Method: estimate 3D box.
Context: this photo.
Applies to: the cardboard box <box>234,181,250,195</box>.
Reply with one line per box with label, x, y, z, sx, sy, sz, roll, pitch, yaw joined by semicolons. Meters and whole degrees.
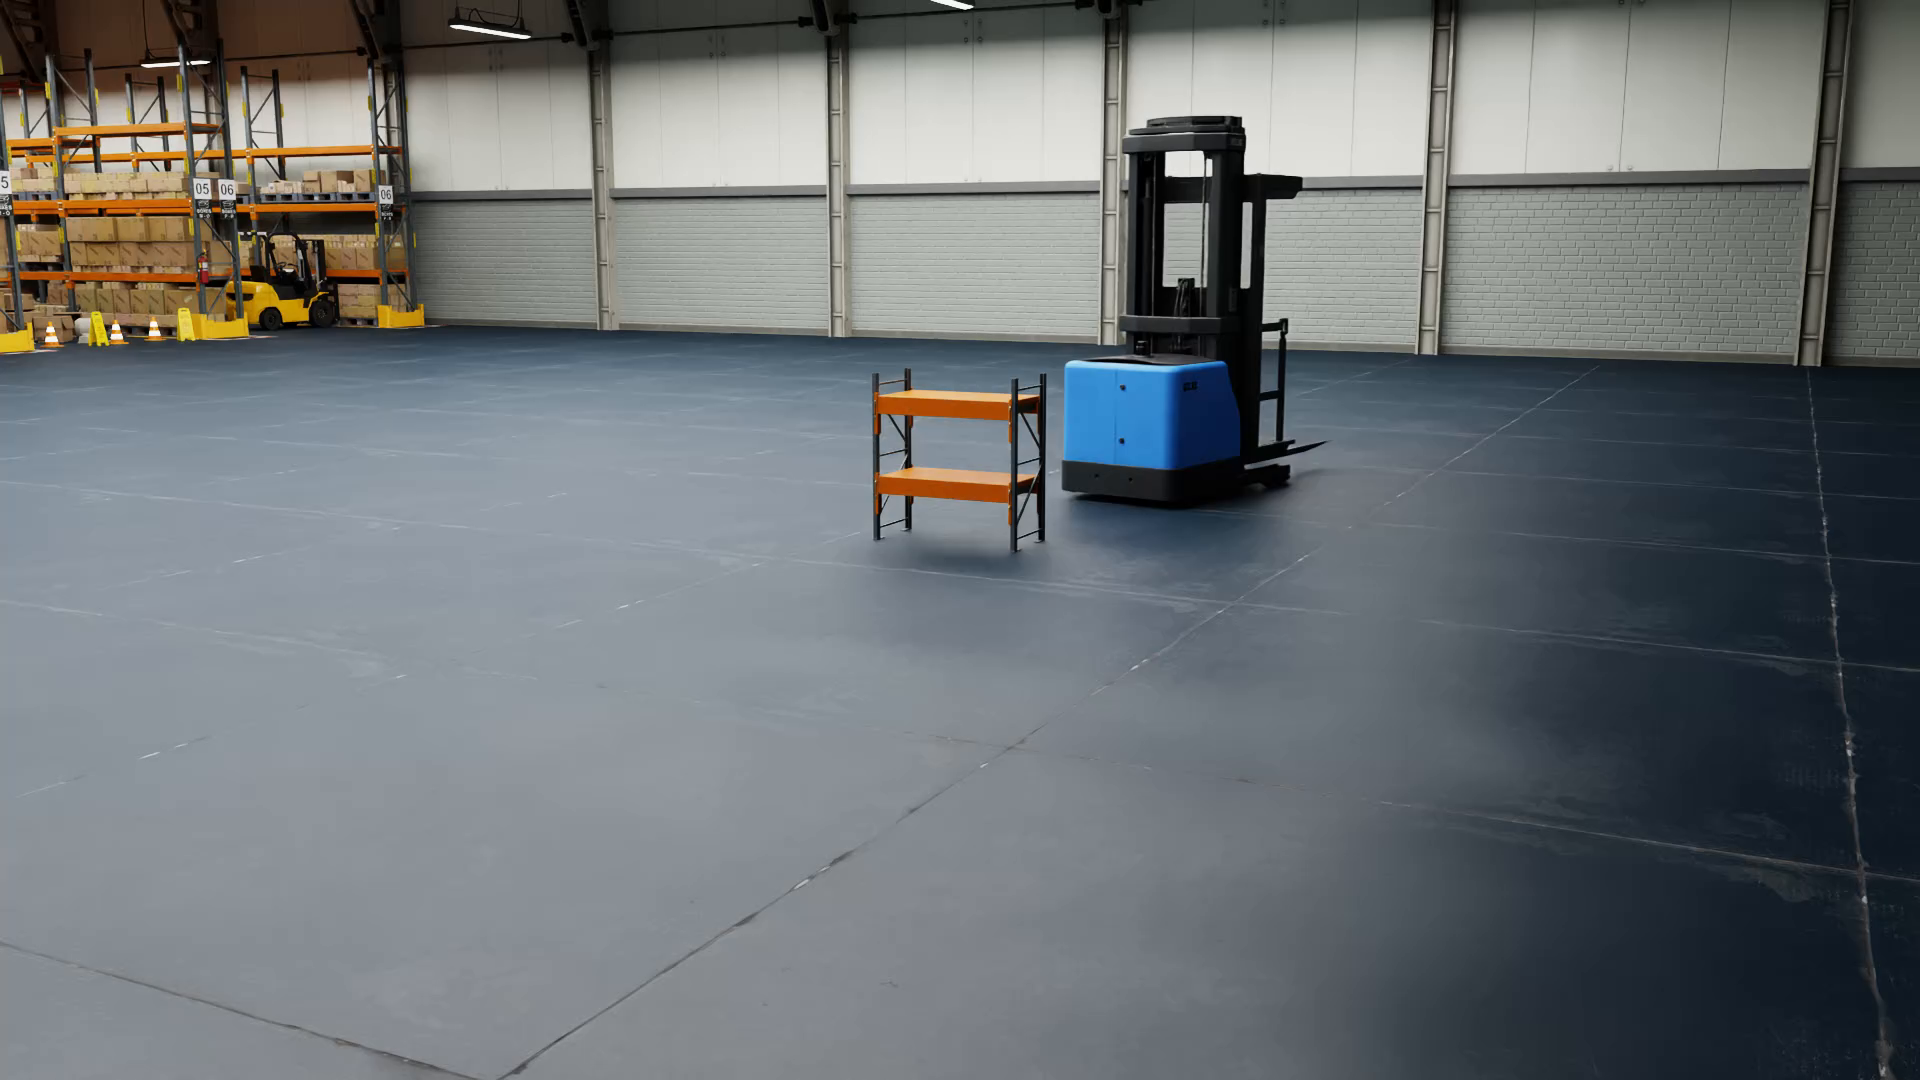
cardboard box;-17.370;-8.480;40.028;0.500;0.311;0.500;5;11;24

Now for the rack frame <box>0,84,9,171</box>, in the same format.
rack frame;-17.319;-7.819;29.163;0.127;3.000;1.000;5;11;26

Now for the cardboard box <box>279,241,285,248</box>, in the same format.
cardboard box;-15.965;-7.038;39.595;0.250;0.149;0.380;5;11;26

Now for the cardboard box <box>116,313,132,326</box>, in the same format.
cardboard box;-17.436;-4.663;35.112;0.500;0.250;0.500;5;11;25

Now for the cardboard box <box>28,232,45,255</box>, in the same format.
cardboard box;-19.767;-6.421;35.992;0.500;0.500;0.500;5;11;26

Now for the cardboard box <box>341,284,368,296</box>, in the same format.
cardboard box;-14.038;-5.830;38.752;0.500;0.250;0.500;5;12;27

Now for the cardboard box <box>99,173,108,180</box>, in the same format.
cardboard box;-17.721;-7.574;34.699;0.250;0.149;0.380;5;11;24

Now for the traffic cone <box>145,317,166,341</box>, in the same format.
traffic cone;-16.176;-4.245;33.384;0.334;0.463;0.336;5;11;26

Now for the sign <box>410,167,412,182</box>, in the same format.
sign;-12.775;-8.491;38.627;0.005;0.325;0.100;5;11;26

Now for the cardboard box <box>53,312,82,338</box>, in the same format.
cardboard box;-18.447;-4.450;34.406;0.500;0.500;0.500;-4;11;-23

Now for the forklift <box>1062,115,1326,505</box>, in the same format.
forklift;2.084;-1.922;13.619;1.130;2.935;3.031;8;13;36

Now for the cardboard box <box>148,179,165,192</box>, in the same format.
cardboard box;-16.242;-7.253;34.046;0.500;0.250;0.500;5;11;25

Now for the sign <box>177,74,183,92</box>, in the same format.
sign;-15.483;-9.068;32.997;0.005;0.325;0.100;5;11;26

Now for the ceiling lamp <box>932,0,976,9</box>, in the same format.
ceiling lamp;-0.085;-10.381;26.932;0.800;3.185;2.000;5;11;26

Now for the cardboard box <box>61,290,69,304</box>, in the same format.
cardboard box;-22.972;-6.266;43.269;0.500;0.500;0.500;5;11;25

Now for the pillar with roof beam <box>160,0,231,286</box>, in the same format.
pillar with roof beam;-20.537;-9.394;37.869;0.548;9.000;9.100;5;11;26

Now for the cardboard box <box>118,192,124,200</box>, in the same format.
cardboard box;-17.250;-7.147;34.581;0.250;0.149;0.380;5;11;26

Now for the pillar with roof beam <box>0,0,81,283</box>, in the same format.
pillar with roof beam;-25.918;-9.867;40.482;0.548;9.000;9.100;5;11;26

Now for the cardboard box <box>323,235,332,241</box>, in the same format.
cardboard box;-14.630;-7.052;38.836;0.250;0.149;0.380;5;12;27

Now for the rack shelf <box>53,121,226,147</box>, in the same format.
rack shelf;-17.013;-8.419;34.511;4.000;0.370;1.077;5;11;26

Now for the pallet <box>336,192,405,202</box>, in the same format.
pallet;-13.649;-7.951;38.563;1.213;0.211;1.003;5;11;26

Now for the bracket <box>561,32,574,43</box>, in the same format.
bracket;-8.400;-10.884;35.990;0.430;0.232;0.235;5;11;26

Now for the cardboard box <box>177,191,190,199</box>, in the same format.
cardboard box;-15.663;-7.001;33.773;0.250;0.149;0.380;5;11;26

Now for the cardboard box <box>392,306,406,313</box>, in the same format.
cardboard box;-13.380;-5.382;39.085;0.500;0.250;0.500;5;11;26

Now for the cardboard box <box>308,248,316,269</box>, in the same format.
cardboard box;-14.960;-6.625;39.131;0.500;0.500;0.500;5;11;26

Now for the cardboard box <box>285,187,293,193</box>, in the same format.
cardboard box;-15.656;-8.237;39.144;0.250;0.149;0.380;5;12;28

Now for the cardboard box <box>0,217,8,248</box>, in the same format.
cardboard box;-17.634;-5.507;29.784;0.550;0.550;0.875;5;11;26

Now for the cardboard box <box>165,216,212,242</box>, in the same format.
cardboard box;-15.774;-6.358;34.015;0.500;0.500;0.700;5;11;24

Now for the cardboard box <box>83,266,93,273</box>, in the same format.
cardboard box;-18.416;-5.769;35.389;0.250;0.149;0.380;5;12;27

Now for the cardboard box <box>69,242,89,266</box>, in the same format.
cardboard box;-18.535;-6.097;35.378;0.500;0.500;0.500;5;11;26

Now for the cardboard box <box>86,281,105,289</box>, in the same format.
cardboard box;-18.311;-5.413;35.332;0.250;0.149;0.380;5;11;27

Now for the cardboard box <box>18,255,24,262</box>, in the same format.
cardboard box;-20.298;-6.143;36.274;0.250;0.149;0.380;5;11;26

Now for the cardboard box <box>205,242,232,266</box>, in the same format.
cardboard box;-15.521;-5.942;34.525;0.500;0.500;0.500;5;11;25

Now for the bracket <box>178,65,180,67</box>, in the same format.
bracket;-19.162;-11.829;41.215;0.430;0.232;0.235;5;11;26

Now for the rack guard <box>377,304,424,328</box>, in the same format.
rack guard;-13.005;-5.226;38.704;0.348;0.500;1.175;5;11;26

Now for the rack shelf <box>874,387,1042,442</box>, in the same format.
rack shelf;-0.006;-0.842;11.081;1.000;0.278;0.538;5;11;26

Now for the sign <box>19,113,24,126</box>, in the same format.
sign;-24.044;-10.769;42.621;0.005;0.325;0.100;5;11;26

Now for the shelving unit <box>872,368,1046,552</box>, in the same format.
shelving unit;-0.006;-0.554;11.133;1.048;1.125;0.538;5;11;26

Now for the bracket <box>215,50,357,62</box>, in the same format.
bracket;-16.092;-11.559;39.724;4.783;0.066;0.076;5;11;26

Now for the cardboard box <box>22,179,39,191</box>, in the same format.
cardboard box;-19.846;-7.653;35.911;0.500;0.250;0.500;5;11;27

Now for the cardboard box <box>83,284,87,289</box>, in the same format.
cardboard box;-22.385;-6.536;42.940;0.250;0.149;0.380;5;12;28

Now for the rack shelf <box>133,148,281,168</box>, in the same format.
rack shelf;-18.407;-9.332;40.669;4.000;0.370;1.077;5;11;26

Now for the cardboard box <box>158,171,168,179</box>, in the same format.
cardboard box;-16.104;-7.433;33.922;0.250;0.149;0.380;5;11;25

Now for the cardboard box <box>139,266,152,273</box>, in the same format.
cardboard box;-16.827;-5.626;34.601;0.250;0.149;0.380;5;11;25

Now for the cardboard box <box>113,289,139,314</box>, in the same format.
cardboard box;-17.447;-5.032;35.047;0.500;0.500;0.500;6;12;29

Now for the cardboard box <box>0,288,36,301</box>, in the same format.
cardboard box;-25.188;-6.477;44.435;0.500;0.500;0.700;5;11;24

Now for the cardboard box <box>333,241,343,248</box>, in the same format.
cardboard box;-14.387;-6.890;38.773;0.250;0.149;0.380;5;11;24

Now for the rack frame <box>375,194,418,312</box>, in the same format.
rack frame;-13.026;-6.458;38.491;0.127;3.000;1.000;5;11;26

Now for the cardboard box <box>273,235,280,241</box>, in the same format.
cardboard box;-16.176;-7.212;39.721;0.250;0.149;0.380;5;11;27
